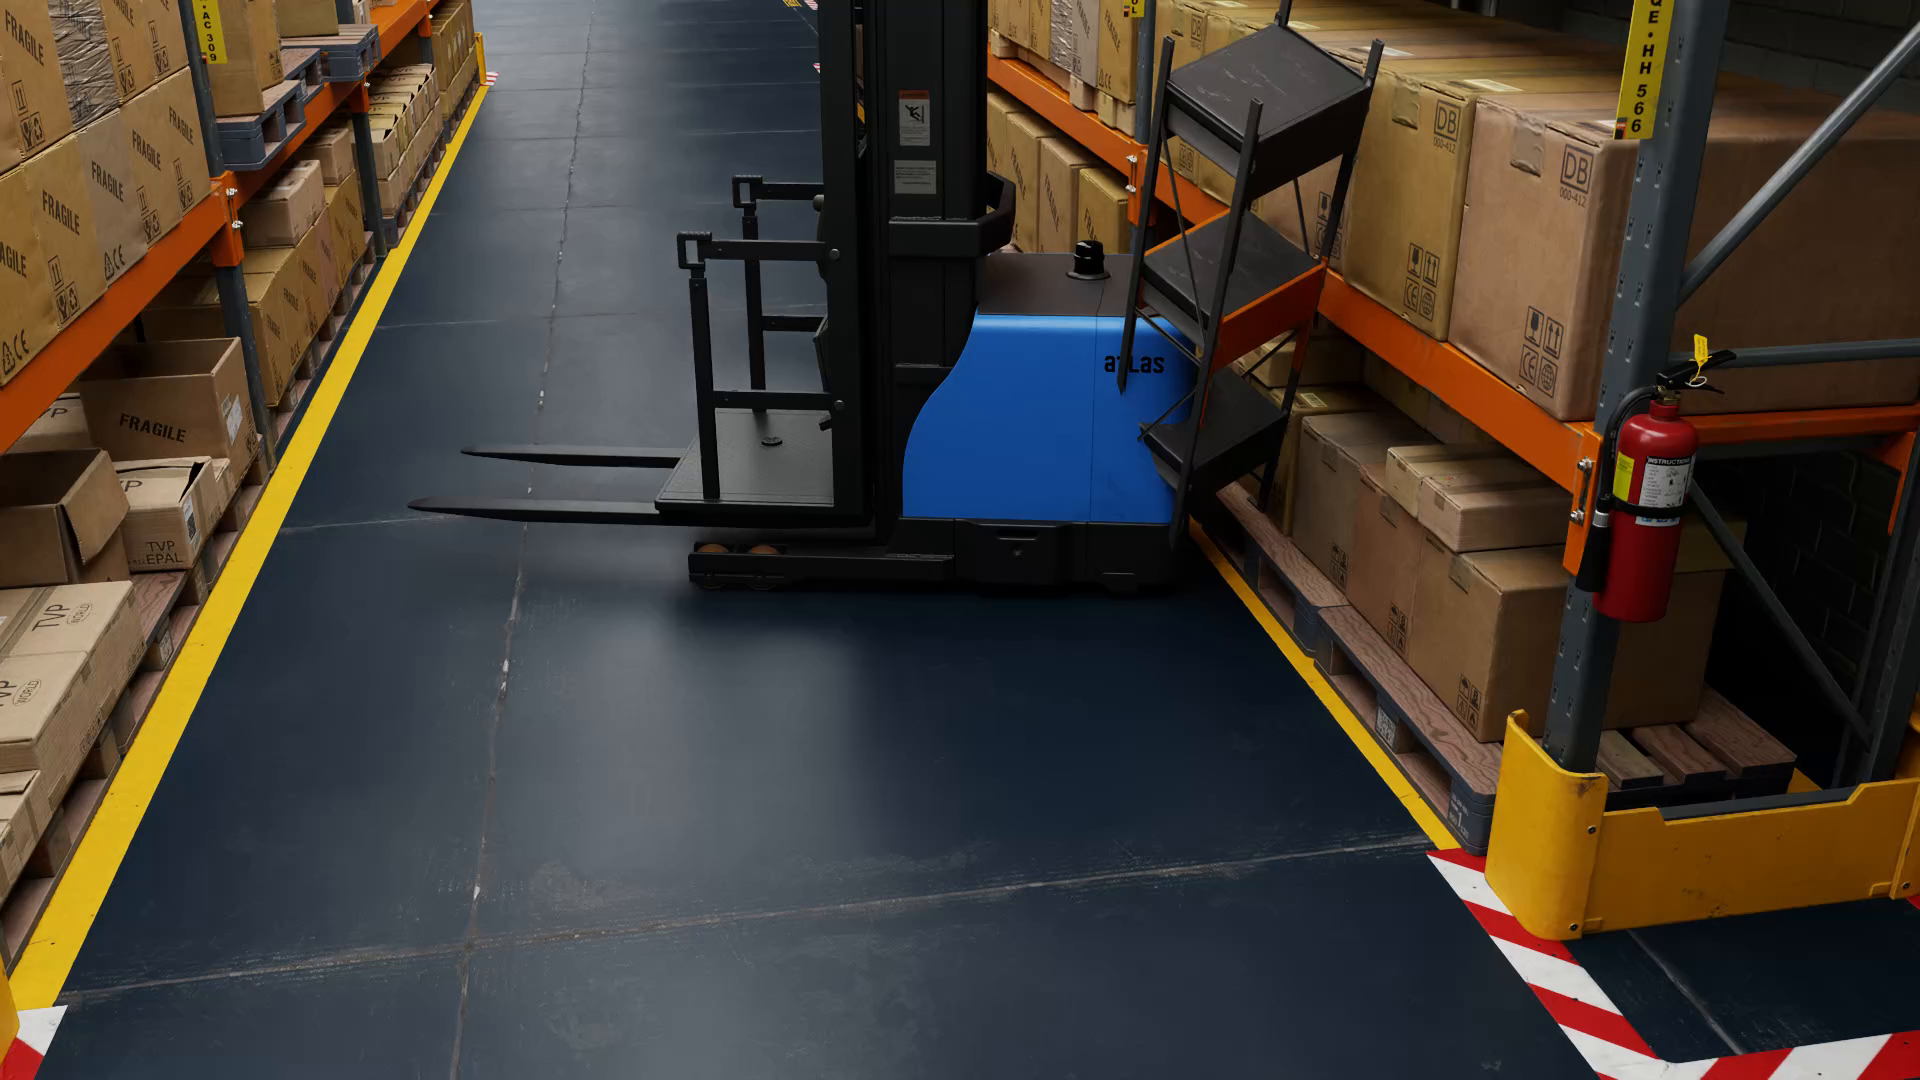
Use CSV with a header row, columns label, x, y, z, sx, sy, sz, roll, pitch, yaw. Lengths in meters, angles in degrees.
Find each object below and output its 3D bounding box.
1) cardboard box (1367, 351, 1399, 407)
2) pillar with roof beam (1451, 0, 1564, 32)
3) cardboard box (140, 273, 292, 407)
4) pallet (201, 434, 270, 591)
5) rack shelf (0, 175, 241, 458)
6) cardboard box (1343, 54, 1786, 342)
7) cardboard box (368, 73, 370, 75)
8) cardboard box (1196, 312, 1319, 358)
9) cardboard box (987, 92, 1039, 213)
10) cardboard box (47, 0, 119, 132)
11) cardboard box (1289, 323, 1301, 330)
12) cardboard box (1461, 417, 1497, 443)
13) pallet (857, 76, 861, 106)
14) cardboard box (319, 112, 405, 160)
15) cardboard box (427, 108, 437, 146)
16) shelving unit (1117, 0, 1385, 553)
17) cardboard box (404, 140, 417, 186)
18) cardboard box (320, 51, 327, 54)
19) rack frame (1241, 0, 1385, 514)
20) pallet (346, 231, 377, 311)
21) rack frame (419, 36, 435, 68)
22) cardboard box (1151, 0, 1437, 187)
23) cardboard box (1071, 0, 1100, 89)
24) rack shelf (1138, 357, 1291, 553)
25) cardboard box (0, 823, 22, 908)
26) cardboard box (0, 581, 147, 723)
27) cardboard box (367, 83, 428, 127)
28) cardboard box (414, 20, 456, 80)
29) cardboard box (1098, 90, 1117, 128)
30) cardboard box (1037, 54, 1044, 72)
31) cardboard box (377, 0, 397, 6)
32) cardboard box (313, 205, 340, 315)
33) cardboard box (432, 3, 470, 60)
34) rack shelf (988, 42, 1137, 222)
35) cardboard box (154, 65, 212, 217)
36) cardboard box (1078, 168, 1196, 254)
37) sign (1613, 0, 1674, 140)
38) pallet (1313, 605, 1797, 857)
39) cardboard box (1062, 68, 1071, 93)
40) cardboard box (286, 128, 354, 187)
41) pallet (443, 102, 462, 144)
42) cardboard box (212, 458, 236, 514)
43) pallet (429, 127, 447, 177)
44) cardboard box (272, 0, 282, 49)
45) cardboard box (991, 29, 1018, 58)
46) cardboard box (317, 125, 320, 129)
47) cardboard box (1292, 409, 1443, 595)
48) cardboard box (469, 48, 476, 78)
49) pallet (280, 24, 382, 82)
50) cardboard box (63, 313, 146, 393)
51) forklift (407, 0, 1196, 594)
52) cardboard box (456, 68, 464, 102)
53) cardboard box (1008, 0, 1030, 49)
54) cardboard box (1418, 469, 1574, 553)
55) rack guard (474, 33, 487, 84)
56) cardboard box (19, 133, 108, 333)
label,x,y,z,sx,sy,sz,roll,pitch,yaw
cardboard box,1.753,-0.617,6.204,0.380,0.149,0.250,-5,24,-11
pillar with roof beam,-1.948,-4.234,5.201,9.100,9.000,0.400,-4,24,-10
cardboard box,-3.414,-0.911,7.662,0.500,0.500,0.500,-5,24,-12
pallet,-3.438,-0.099,6.712,1.003,0.211,1.213,-4,24,-10
rack shelf,-3.194,-0.530,5.116,1.077,0.370,4.000,-4,24,-10
cardboard box,1.794,-1.064,5.064,0.980,0.700,0.700,-4,24,-10
cardboard box,-5.212,-3.802,13.917,0.500,0.311,0.500,-4,24,-10
cardboard box,1.341,-0.760,7.341,0.700,0.500,0.500,-4,24,-9
cardboard box,0.571,-2.497,10.880,0.750,0.750,0.750,-5,24,-10
cardboard box,-3.026,-1.571,5.226,0.500,0.500,0.500,-4,24,-9
cardboard box,1.225,-0.909,6.872,0.380,0.149,0.250,-4,24,-8
cardboard box,1.895,-0.317,5.516,0.380,0.149,0.250,-4,24,-9
pallet,-0.564,-4.626,17.078,1.003,0.211,1.213,-4,24,-10
cardboard box,-4.217,-2.843,11.722,0.500,0.311,0.500,-5,24,-11
cardboard box,-4.590,-3.385,13.664,0.500,0.250,0.500,-5,24,-11
shelving unit,0.885,-0.783,5.625,0.503,2.100,0.431,-30,58,-24
cardboard box,-4.308,-2.782,12.283,0.500,0.250,0.500,-5,24,-11
cardboard box,-4.328,-3.326,10.728,0.500,0.311,0.500,-3,24,-6
rack frame,1.079,-0.895,5.723,0.015,2.100,0.400,-30,58,-24
pallet,-4.203,-1.646,10.254,1.003,0.211,1.213,-4,24,-10
rack frame,-5.043,-4.793,13.978,1.000,3.000,0.127,-4,24,-10
cardboard box,1.388,-1.938,7.064,0.980,0.700,0.700,-4,24,-9
cardboard box,0.866,-2.569,8.363,0.500,0.500,0.500,-4,24,-9
rack shelf,0.868,-0.331,6.177,0.480,0.518,0.431,-30,58,-24
cardboard box,-2.564,0.841,4.088,0.380,0.149,0.250,-4,24,-10
cardboard box,-2.831,0.357,5.071,0.500,0.250,0.500,-4,24,-10
cardboard box,-4.494,-3.444,13.098,0.500,0.311,0.500,-4,24,-10
cardboard box,-4.922,-4.471,15.213,0.500,0.500,0.500,-4,24,-10
cardboard box,0.893,-2.118,8.142,0.380,0.149,0.250,-4,24,-9
cardboard box,0.662,-2.832,9.774,0.380,0.149,0.250,-4,24,-9
cardboard box,-4.700,-4.400,13.244,0.396,0.266,0.258,-5,24,-11
cardboard box,-3.702,-1.516,9.047,0.500,0.500,0.500,-5,24,-12
cardboard box,-5.192,-5.062,16.566,0.500,0.500,0.500,-4,24,-10
rack shelf,0.934,-2.472,9.561,1.077,0.370,4.000,-4,24,-10
cardboard box,-3.219,-1.515,6.346,0.500,0.500,0.500,-4,24,-9
cardboard box,1.056,-1.468,8.525,0.750,0.750,0.750,-4,24,-9
sign,1.507,-1.046,3.655,0.100,0.325,0.005,-4,24,-10
pallet,1.818,0.528,5.278,1.003,0.211,1.213,-4,24,-10
cardboard box,0.771,-2.524,9.070,0.380,0.149,0.250,-5,24,-11
cardboard box,-3.886,-2.248,9.785,0.500,0.250,0.500,-3,24,-8
pallet,-5.149,-3.832,15.259,1.003,0.211,1.213,-4,24,-10
cardboard box,-3.052,-0.196,6.463,0.380,0.149,0.250,-4,24,-10
pallet,-4.869,-3.229,13.879,1.003,0.211,1.213,-4,24,-10
cardboard box,-4.095,-2.845,8.867,0.700,0.500,0.500,0,24,0
cardboard box,0.401,-3.125,10.446,0.380,0.149,0.250,-4,24,-8
cardboard box,-4.745,-2.801,11.626,0.500,0.311,0.500,-5,24,-11
cardboard box,1.629,-0.151,5.946,0.700,0.500,0.500,-5,24,-11
cardboard box,-5.289,-4.914,17.165,0.500,0.250,0.500,-4,24,-10
pallet,-4.109,-2.871,9.815,1.213,0.211,1.003,-4,24,-10
cardboard box,-3.937,-0.876,7.581,0.500,0.500,0.500,-4,24,-10
forklift,-0.628,-1.361,6.204,3.031,2.935,1.130,2,24,4
cardboard box,-5.006,-4.325,15.815,0.500,0.250,0.500,-4,24,-10
cardboard box,0.581,-3.168,9.733,0.500,0.500,0.500,-4,24,-10
cardboard box,1.613,-0.091,4.998,0.380,0.149,0.250,-5,24,-10
rack guard,-5.787,-5.231,18.102,1.175,0.500,0.348,-4,24,-10
cardboard box,-2.929,-0.910,4.961,0.500,0.500,0.500,-4,24,-9
